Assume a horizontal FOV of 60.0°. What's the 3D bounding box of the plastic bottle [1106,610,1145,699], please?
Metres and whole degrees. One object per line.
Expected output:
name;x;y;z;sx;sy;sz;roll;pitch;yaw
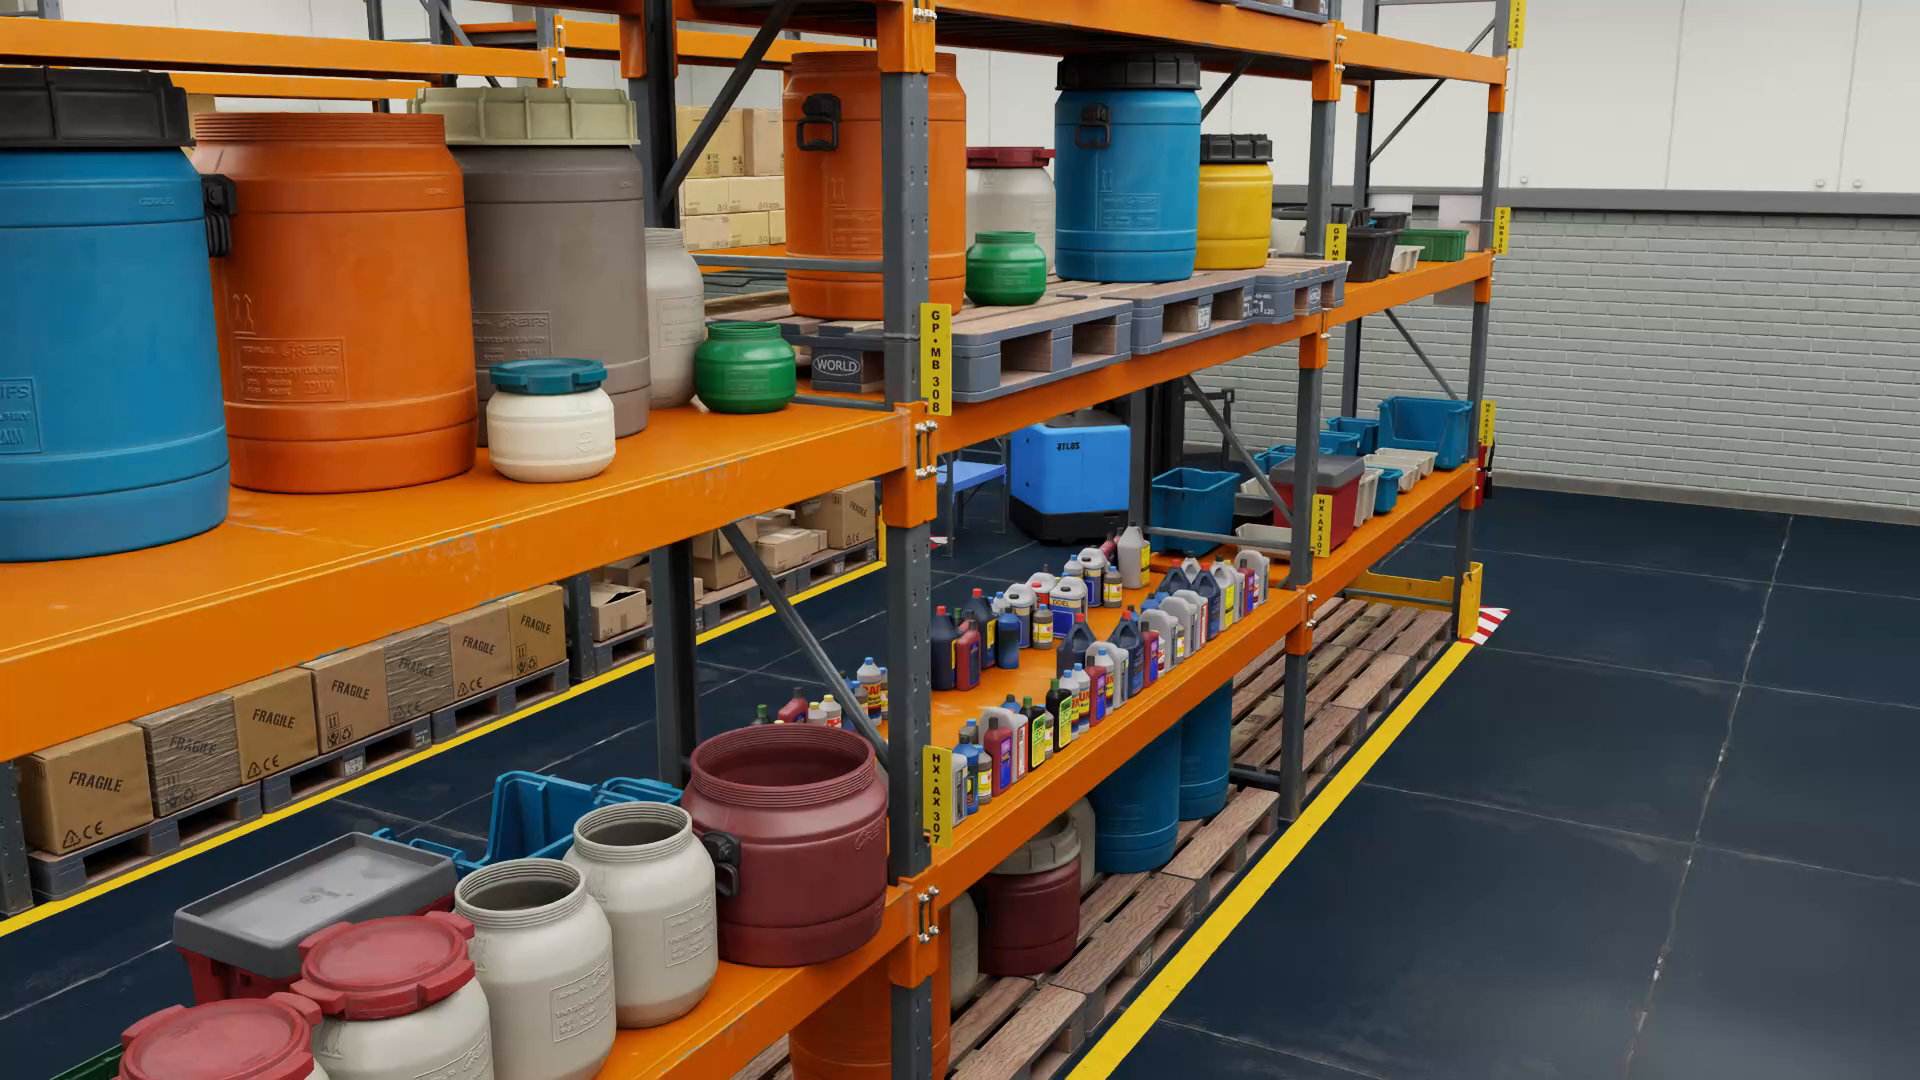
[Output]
plastic bottle;0.688;0.474;6.988;0.144;0.351;0.185;7;15;28

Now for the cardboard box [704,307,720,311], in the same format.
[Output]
cardboard box;-2.205;-1.543;12.903;0.500;0.500;0.500;7;15;28

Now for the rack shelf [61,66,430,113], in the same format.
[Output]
rack shelf;-6.327;-3.906;14.641;1.077;0.370;4.000;7;15;28

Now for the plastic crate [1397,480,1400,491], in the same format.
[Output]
plastic crate;2.684;-0.355;10.755;0.298;0.136;0.250;7;15;28

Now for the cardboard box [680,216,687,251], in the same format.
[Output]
cardboard box;-2.259;-2.122;11.573;0.500;0.250;0.500;7;15;28

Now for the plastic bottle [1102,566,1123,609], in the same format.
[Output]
plastic bottle;0.762;0.232;8.309;0.097;0.201;0.097;0;14;0

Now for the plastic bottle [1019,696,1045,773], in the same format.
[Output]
plastic bottle;0.265;0.707;6.168;0.061;0.283;0.133;7;15;28

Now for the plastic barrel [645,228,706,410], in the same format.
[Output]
plastic barrel;-0.974;-0.664;4.966;0.421;0.512;0.421;0;14;0

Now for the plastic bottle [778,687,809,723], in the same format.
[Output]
plastic bottle;-0.622;0.697;6.206;0.061;0.283;0.133;7;15;28

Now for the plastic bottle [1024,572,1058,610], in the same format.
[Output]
plastic bottle;0.374;0.301;7.867;0.152;0.276;0.135;7;15;28

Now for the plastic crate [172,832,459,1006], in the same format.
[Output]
plastic crate;-1.604;1.085;4.212;0.402;0.464;0.583;7;15;28

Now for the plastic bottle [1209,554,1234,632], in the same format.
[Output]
plastic bottle;1.221;0.248;7.925;0.144;0.351;0.185;7;15;28

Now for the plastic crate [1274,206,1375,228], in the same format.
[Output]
plastic crate;2.333;-1.968;10.744;0.504;0.338;0.767;7;15;28

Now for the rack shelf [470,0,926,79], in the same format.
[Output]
rack shelf;-1.522;-1.143;3.177;1.077;0.370;4.000;7;15;28

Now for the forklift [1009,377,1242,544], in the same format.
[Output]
forklift;2.041;-1.568;15.499;3.031;2.935;1.130;-4;14;-17

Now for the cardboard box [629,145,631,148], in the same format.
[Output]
cardboard box;-2.388;-2.747;11.496;0.700;0.500;0.500;7;15;28

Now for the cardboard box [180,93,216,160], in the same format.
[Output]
cardboard box;-4.180;-2.034;8.538;0.500;0.500;0.500;7;15;28

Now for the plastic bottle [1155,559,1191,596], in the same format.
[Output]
plastic bottle;1.005;0.270;7.835;0.144;0.351;0.185;7;15;28

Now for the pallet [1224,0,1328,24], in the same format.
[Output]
pallet;1.005;-2.458;7.503;1.003;0.211;1.213;7;15;28

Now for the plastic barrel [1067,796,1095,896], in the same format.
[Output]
plastic barrel;0.407;1.365;7.601;0.421;0.512;0.421;0;14;0

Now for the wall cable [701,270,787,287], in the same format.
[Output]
wall cable;-2.313;-4.471;21.221;3.097;2.526;0.112;7;15;28

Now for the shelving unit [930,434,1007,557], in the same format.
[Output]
shelving unit;-0.041;-0.712;15.002;0.538;1.500;1.048;7;15;28

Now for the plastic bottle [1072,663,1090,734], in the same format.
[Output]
plastic bottle;0.464;0.619;6.555;0.097;0.271;0.097;0;14;0

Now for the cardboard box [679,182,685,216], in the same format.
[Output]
cardboard box;-2.263;-2.366;11.517;0.500;0.250;0.500;7;15;28

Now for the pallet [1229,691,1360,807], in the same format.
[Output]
pallet;1.700;1.199;9.826;1.003;0.211;1.213;7;15;28

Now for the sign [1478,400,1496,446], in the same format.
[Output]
sign;3.802;-0.842;11.995;0.100;0.325;0.005;7;15;28

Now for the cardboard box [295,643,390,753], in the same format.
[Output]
cardboard box;-3.677;0.880;9.596;0.500;0.500;0.500;7;15;26

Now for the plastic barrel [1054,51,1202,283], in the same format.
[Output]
plastic barrel;0.687;-1.540;6.871;0.600;0.901;0.708;7;15;28

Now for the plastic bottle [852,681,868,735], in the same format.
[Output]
plastic bottle;-0.409;0.656;6.554;0.097;0.201;0.097;0;14;0

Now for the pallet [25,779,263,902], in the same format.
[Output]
pallet;-4.496;1.464;8.727;1.003;0.211;1.213;7;15;28

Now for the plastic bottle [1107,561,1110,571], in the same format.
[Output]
plastic bottle;0.723;0.175;8.547;0.097;0.201;0.097;0;14;0

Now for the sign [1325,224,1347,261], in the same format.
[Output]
sign;1.859;-1.401;8.242;0.100;0.325;0.005;7;15;28

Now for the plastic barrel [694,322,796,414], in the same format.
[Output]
plastic barrel;-0.630;-0.507;4.884;0.294;0.245;0.294;0;14;0

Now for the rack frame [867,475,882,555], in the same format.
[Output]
rack frame;-1.022;-1.384;14.590;1.000;3.000;0.127;7;15;28

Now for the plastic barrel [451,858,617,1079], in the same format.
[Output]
plastic barrel;-1.069;1.087;4.104;0.421;0.512;0.421;0;14;0

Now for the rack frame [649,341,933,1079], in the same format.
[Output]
rack frame;-0.555;0.819;5.451;1.000;3.000;0.127;7;15;28

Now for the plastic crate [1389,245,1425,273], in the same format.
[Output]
plastic crate;2.530;-1.700;10.064;0.437;0.136;0.530;7;15;28

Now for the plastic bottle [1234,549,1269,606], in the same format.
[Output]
plastic bottle;1.471;0.176;8.382;0.152;0.276;0.135;7;15;28

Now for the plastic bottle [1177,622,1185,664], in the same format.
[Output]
plastic bottle;0.953;0.446;7.425;0.097;0.201;0.097;0;14;0

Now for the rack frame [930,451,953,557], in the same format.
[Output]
rack frame;-0.287;-0.607;14.569;0.500;1.500;0.032;7;15;28

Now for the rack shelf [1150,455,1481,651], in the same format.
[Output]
rack shelf;2.345;-0.062;10.642;1.077;0.370;4.000;7;15;28

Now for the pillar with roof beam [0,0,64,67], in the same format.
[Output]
pillar with roof beam;-3.944;-3.794;11.787;9.100;9.000;0.400;7;15;28

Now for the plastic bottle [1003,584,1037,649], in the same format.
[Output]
plastic bottle;0.261;0.348;7.670;0.152;0.276;0.135;7;15;28

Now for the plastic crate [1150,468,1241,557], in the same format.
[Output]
plastic crate;1.306;-0.157;9.408;0.392;0.384;0.575;7;15;28

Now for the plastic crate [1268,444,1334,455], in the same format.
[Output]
plastic crate;2.268;-0.486;11.096;0.416;0.233;0.300;7;15;28

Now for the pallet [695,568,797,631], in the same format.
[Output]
pallet;-2.034;0.400;13.139;1.003;0.211;1.213;7;15;28

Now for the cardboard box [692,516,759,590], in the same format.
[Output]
cardboard box;-2.052;0.050;13.029;0.797;0.503;0.637;7;15;28

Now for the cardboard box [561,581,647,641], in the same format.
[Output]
cardboard box;-2.564;0.468;11.705;0.500;0.311;0.500;7;15;28

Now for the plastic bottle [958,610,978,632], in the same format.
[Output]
plastic bottle;0.026;0.452;7.225;0.061;0.283;0.133;7;15;28

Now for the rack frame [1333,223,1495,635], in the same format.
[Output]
rack frame;3.312;-0.822;12.259;1.000;3.000;0.127;7;15;28

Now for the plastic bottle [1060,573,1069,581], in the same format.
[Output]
plastic bottle;0.517;0.263;8.184;0.097;0.201;0.097;0;14;0

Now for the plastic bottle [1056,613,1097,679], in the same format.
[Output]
plastic bottle;0.490;0.485;6.945;0.144;0.351;0.185;7;15;28

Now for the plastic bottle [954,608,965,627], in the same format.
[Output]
plastic bottle;-0.027;0.445;7.253;0.061;0.283;0.133;7;15;28

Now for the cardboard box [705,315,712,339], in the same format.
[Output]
cardboard box;-1.984;-1.374;12.203;0.500;0.500;0.500;7;15;26

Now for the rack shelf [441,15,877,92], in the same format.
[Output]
rack shelf;-1.989;-3.539;12.270;1.077;0.370;4.000;7;15;28

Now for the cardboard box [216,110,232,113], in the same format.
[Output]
cardboard box;-6.461;-3.347;13.943;0.500;0.500;0.500;7;15;27

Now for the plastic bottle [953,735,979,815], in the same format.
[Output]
plastic bottle;0.017;0.809;5.768;0.097;0.271;0.097;0;14;0

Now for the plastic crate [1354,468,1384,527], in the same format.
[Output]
plastic crate;2.278;-0.265;10.075;0.437;0.282;0.530;7;15;28

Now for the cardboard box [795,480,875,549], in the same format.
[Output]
cardboard box;-1.069;-0.243;14.253;0.500;0.500;0.500;7;15;28
